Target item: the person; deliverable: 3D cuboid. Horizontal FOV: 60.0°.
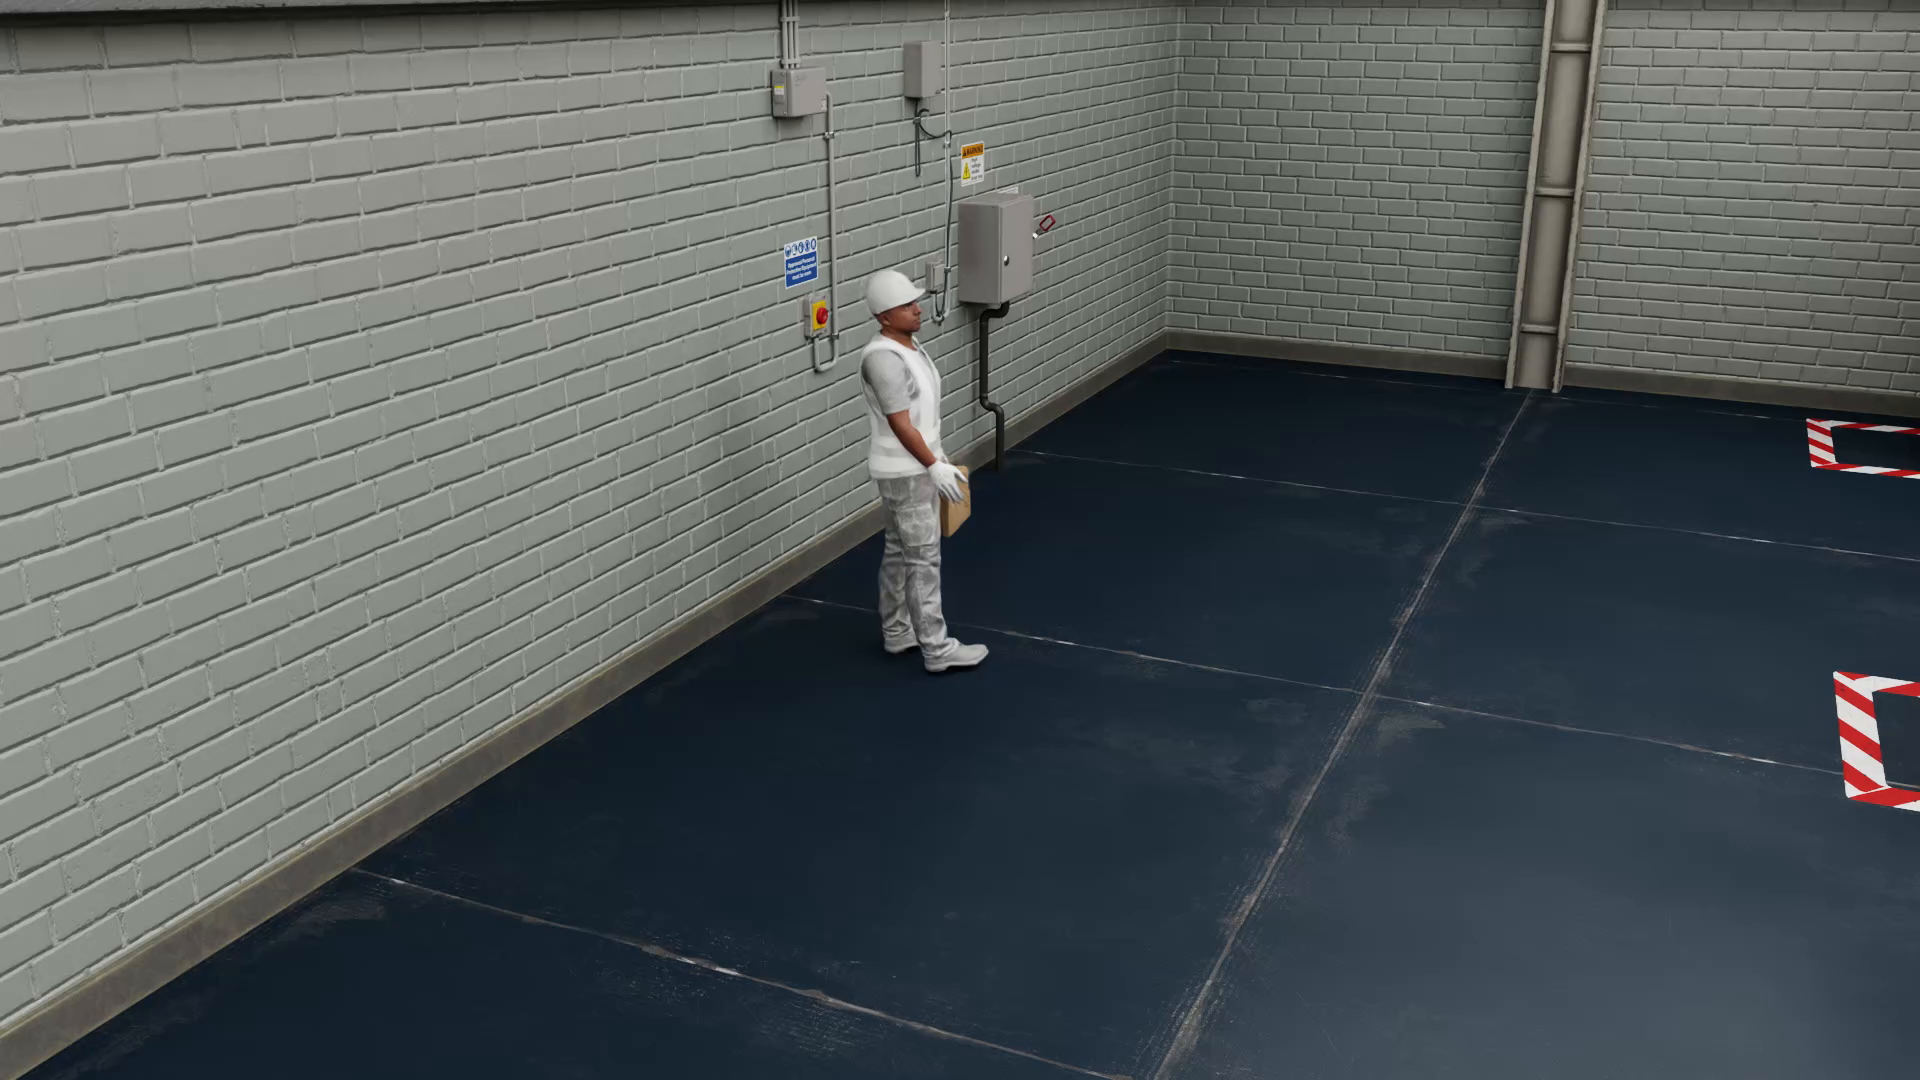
[{"bbox_3d":[-0.153,-0.317,7.407,0.566,1.789,0.548,0,19,-1],"label":"person"}]
